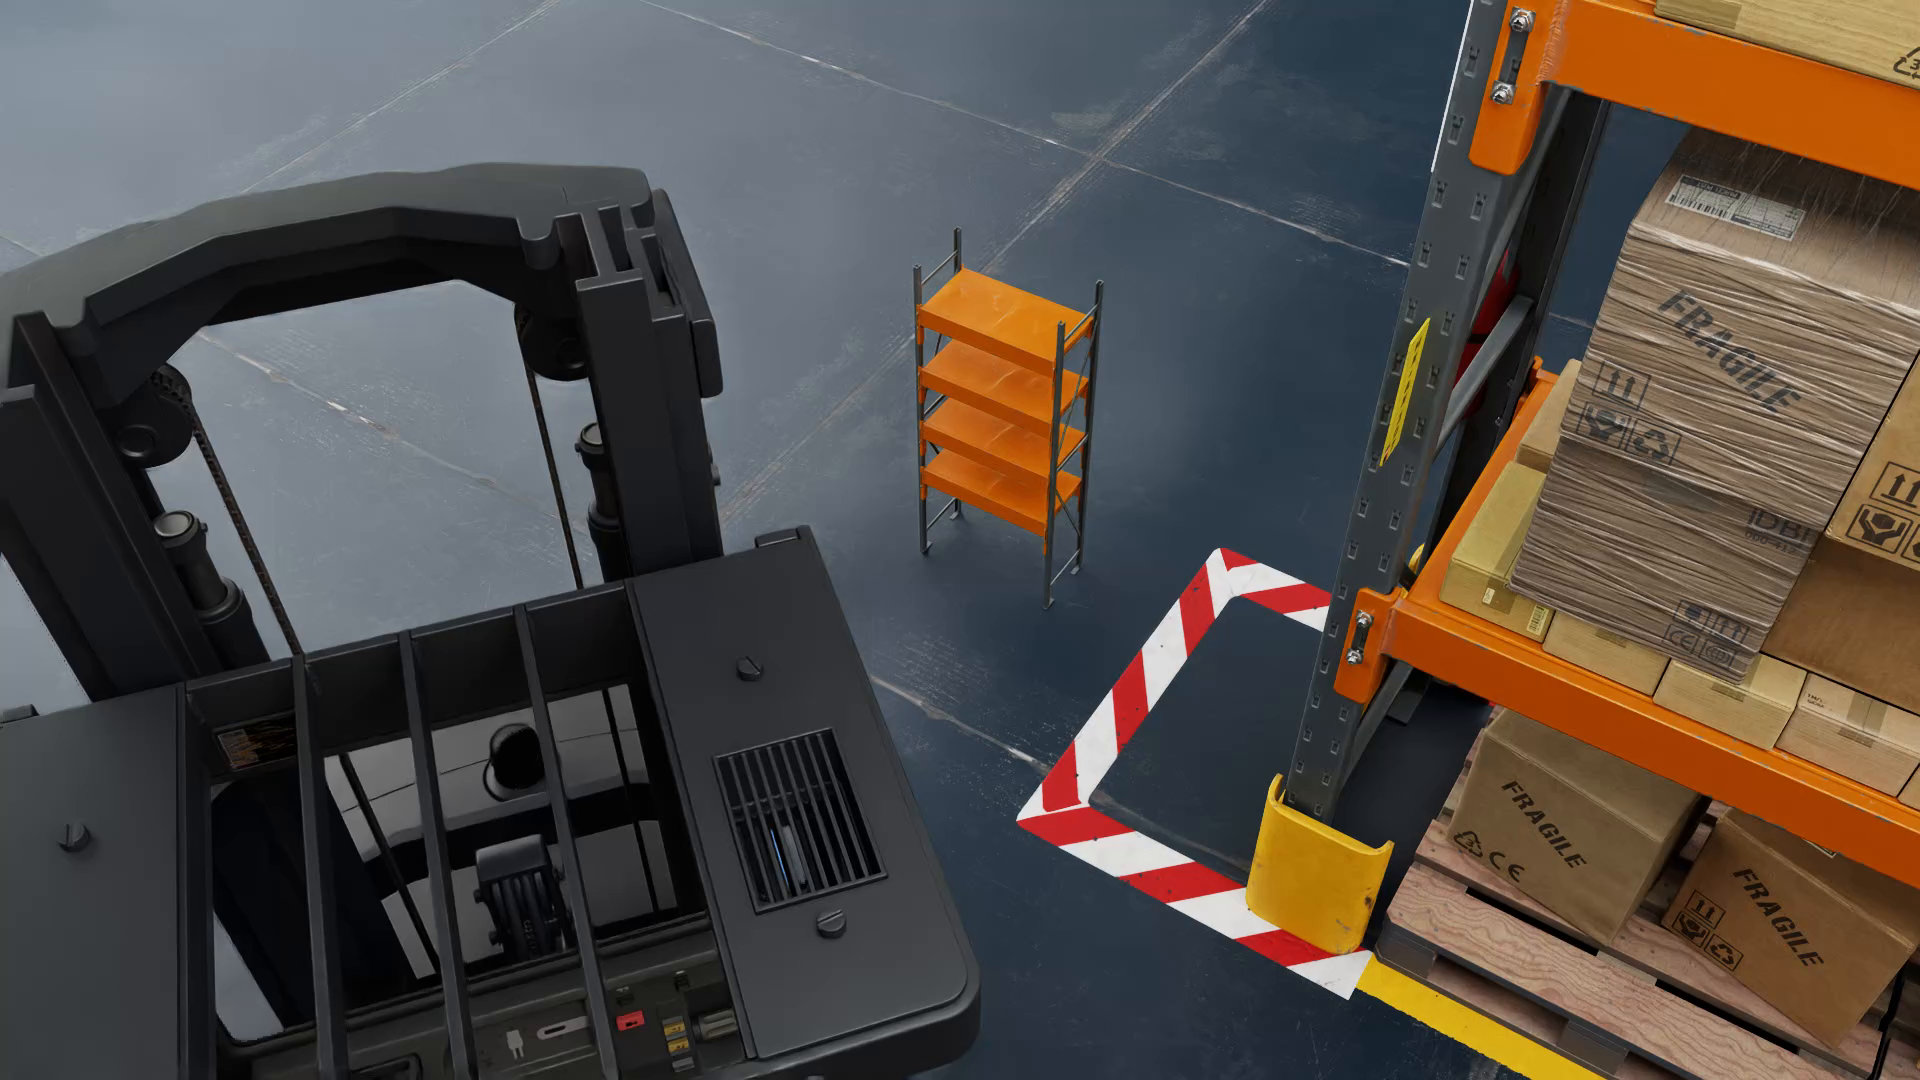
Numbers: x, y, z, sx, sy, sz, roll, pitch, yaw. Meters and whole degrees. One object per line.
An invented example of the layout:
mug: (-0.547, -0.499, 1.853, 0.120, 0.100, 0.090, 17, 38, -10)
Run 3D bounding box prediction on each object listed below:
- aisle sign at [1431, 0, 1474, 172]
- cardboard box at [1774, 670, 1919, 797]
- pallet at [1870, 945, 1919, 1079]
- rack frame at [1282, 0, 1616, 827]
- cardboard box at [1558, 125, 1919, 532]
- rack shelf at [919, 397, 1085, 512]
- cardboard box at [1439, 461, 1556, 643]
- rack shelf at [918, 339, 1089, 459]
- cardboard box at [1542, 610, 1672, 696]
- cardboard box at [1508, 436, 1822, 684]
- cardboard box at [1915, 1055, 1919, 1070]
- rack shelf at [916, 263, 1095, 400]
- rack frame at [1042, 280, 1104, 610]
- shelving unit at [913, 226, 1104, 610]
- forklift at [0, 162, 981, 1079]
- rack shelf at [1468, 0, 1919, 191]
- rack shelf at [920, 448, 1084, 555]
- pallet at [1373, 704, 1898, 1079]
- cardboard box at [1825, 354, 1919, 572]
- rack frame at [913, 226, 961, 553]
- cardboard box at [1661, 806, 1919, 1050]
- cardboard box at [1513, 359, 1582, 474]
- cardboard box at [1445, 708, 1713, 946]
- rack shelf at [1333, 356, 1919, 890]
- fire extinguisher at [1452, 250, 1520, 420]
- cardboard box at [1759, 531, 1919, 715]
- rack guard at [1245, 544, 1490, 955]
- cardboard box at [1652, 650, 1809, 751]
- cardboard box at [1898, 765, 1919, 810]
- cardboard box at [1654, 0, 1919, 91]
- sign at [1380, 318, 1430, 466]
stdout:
aisle sign: (0.972, -1.069, 2.885, 0.004, 0.787, 0.394, 25, 51, 22)
cardboard box: (1.922, 0.320, 3.523, 0.250, 0.149, 0.380, 25, 51, 22)
pallet: (2.938, 1.490, 4.155, 1.213, 0.211, 1.003, 25, 51, 22)
rack frame: (1.186, -0.320, 3.970, 0.127, 3.000, 1.000, 25, 51, 22)
cardboard box: (1.502, -0.430, 3.102, 0.500, 0.500, 0.500, 25, 51, 22)
rack shelf: (0.139, -0.307, 5.306, 0.480, 0.148, 0.258, 25, 51, 22)
cardboard box: (1.298, 0.022, 3.813, 0.250, 0.149, 0.380, 25, 51, 22)
rack shelf: (0.139, -0.463, 5.145, 0.480, 0.148, 0.258, 25, 51, 22)
cardboard box: (1.498, 0.130, 3.707, 0.250, 0.149, 0.380, 25, 51, 22)
cardboard box: (1.635, -0.229, 3.604, 0.500, 0.500, 0.875, 25, 51, 22)
cardboard box: (2.741, 1.121, 4.019, 0.500, 0.500, 0.500, 29, 53, 25)
rack shelf: (0.139, -0.628, 4.976, 0.480, 0.148, 0.258, 25, 51, 22)
rack frame: (0.345, -0.260, 5.166, 0.015, 1.200, 0.240, 25, 51, 22)
shelving unit: (0.139, -0.354, 5.257, 0.503, 1.200, 0.258, 25, 51, 22)
forklift: (-0.624, 1.023, 2.712, 1.130, 2.935, 3.031, -13, 47, -13)
rack shelf: (2.870, -0.341, 2.399, 4.000, 0.370, 1.077, 25, 51, 22)
rack shelf: (0.139, -0.169, 5.448, 0.480, 0.148, 0.258, 25, 51, 22)
pallet: (1.915, 1.017, 4.615, 1.213, 0.211, 1.003, 25, 51, 22)
cardboard box: (1.919, -0.232, 2.909, 0.500, 0.500, 0.500, 25, 51, 22)
rack frame: (-0.066, -0.449, 5.349, 0.015, 1.200, 0.240, 25, 51, 22)
cardboard box: (2.225, 0.867, 4.266, 0.500, 0.500, 0.500, -33, 54, -28)
cardboard box: (1.538, -0.247, 4.074, 0.250, 0.149, 0.380, 25, 51, 22)
cardboard box: (1.703, 0.656, 4.471, 0.500, 0.500, 0.500, 34, 55, 29)
rack shelf: (2.870, 0.705, 3.475, 4.000, 0.370, 1.077, 25, 51, 22)
fire extinguisher: (1.339, -0.616, 4.311, 0.183, 0.674, 0.296, 25, 51, 22)
cardboard box: (2.120, -0.108, 3.486, 0.500, 0.500, 0.875, 25, 51, 22)
rack guard: (1.250, 0.580, 4.838, 0.348, 0.500, 1.175, 25, 51, 22)
cardboard box: (1.700, 0.236, 3.604, 0.250, 0.149, 0.380, 25, 51, 22)
cardboard box: (2.128, 0.421, 3.424, 0.250, 0.149, 0.380, 25, 51, 22)
cardboard box: (1.452, -0.971, 2.615, 0.500, 0.250, 0.500, 26, 51, 23)
sign: (0.894, -0.294, 3.341, 0.005, 0.325, 0.100, 25, 51, 22)
